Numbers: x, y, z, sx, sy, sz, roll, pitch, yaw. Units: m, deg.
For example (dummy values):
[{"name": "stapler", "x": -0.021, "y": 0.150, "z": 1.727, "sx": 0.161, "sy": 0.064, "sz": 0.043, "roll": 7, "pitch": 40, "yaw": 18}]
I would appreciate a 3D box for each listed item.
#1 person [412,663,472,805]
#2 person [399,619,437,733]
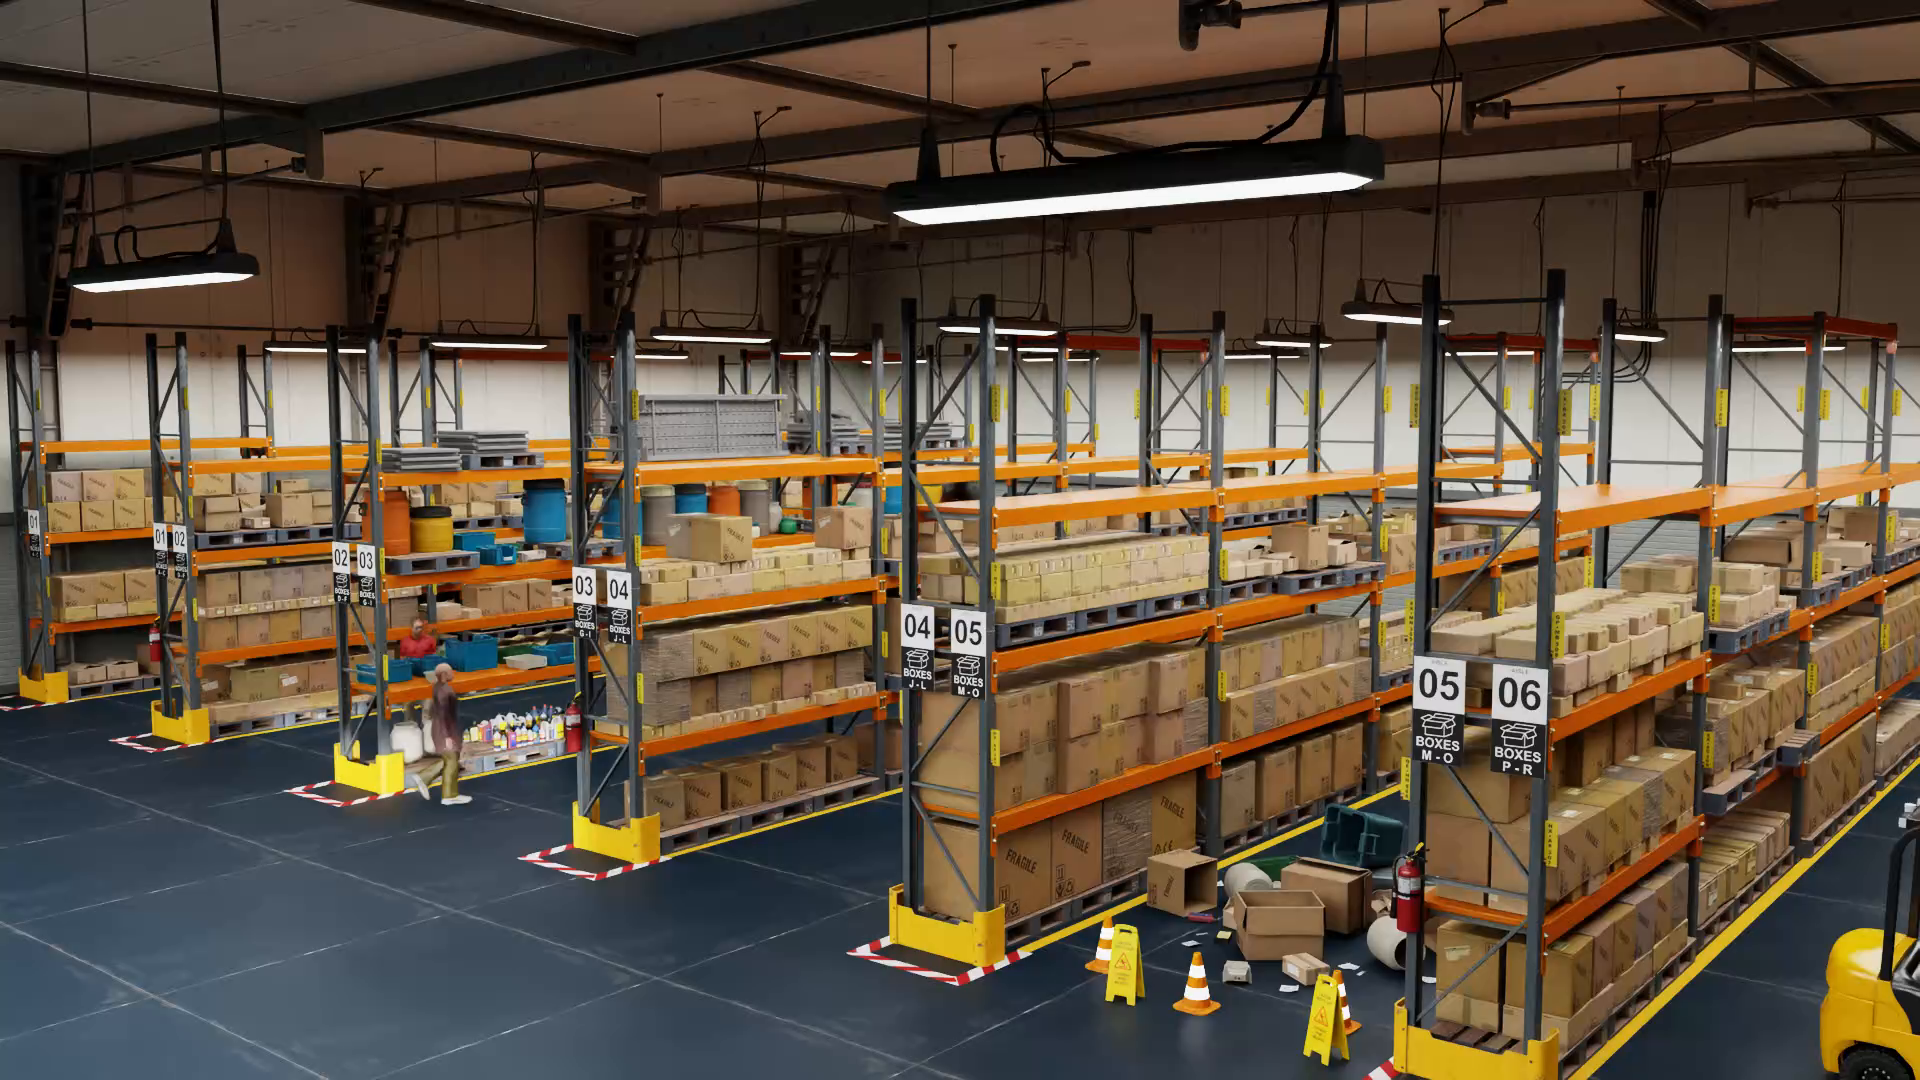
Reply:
[{"name": "person", "x": -6.481, "y": 2.410, "z": 20.747, "sx": 0.709, "sy": 1.769, "sz": 0.630, "roll": -2, "pitch": 5, "yaw": -20}, {"name": "person", "x": -8.178, "y": 2.088, "z": 25.201, "sx": 0.589, "sy": 1.794, "sz": 0.405, "roll": -2, "pitch": 5, "yaw": -19}]
